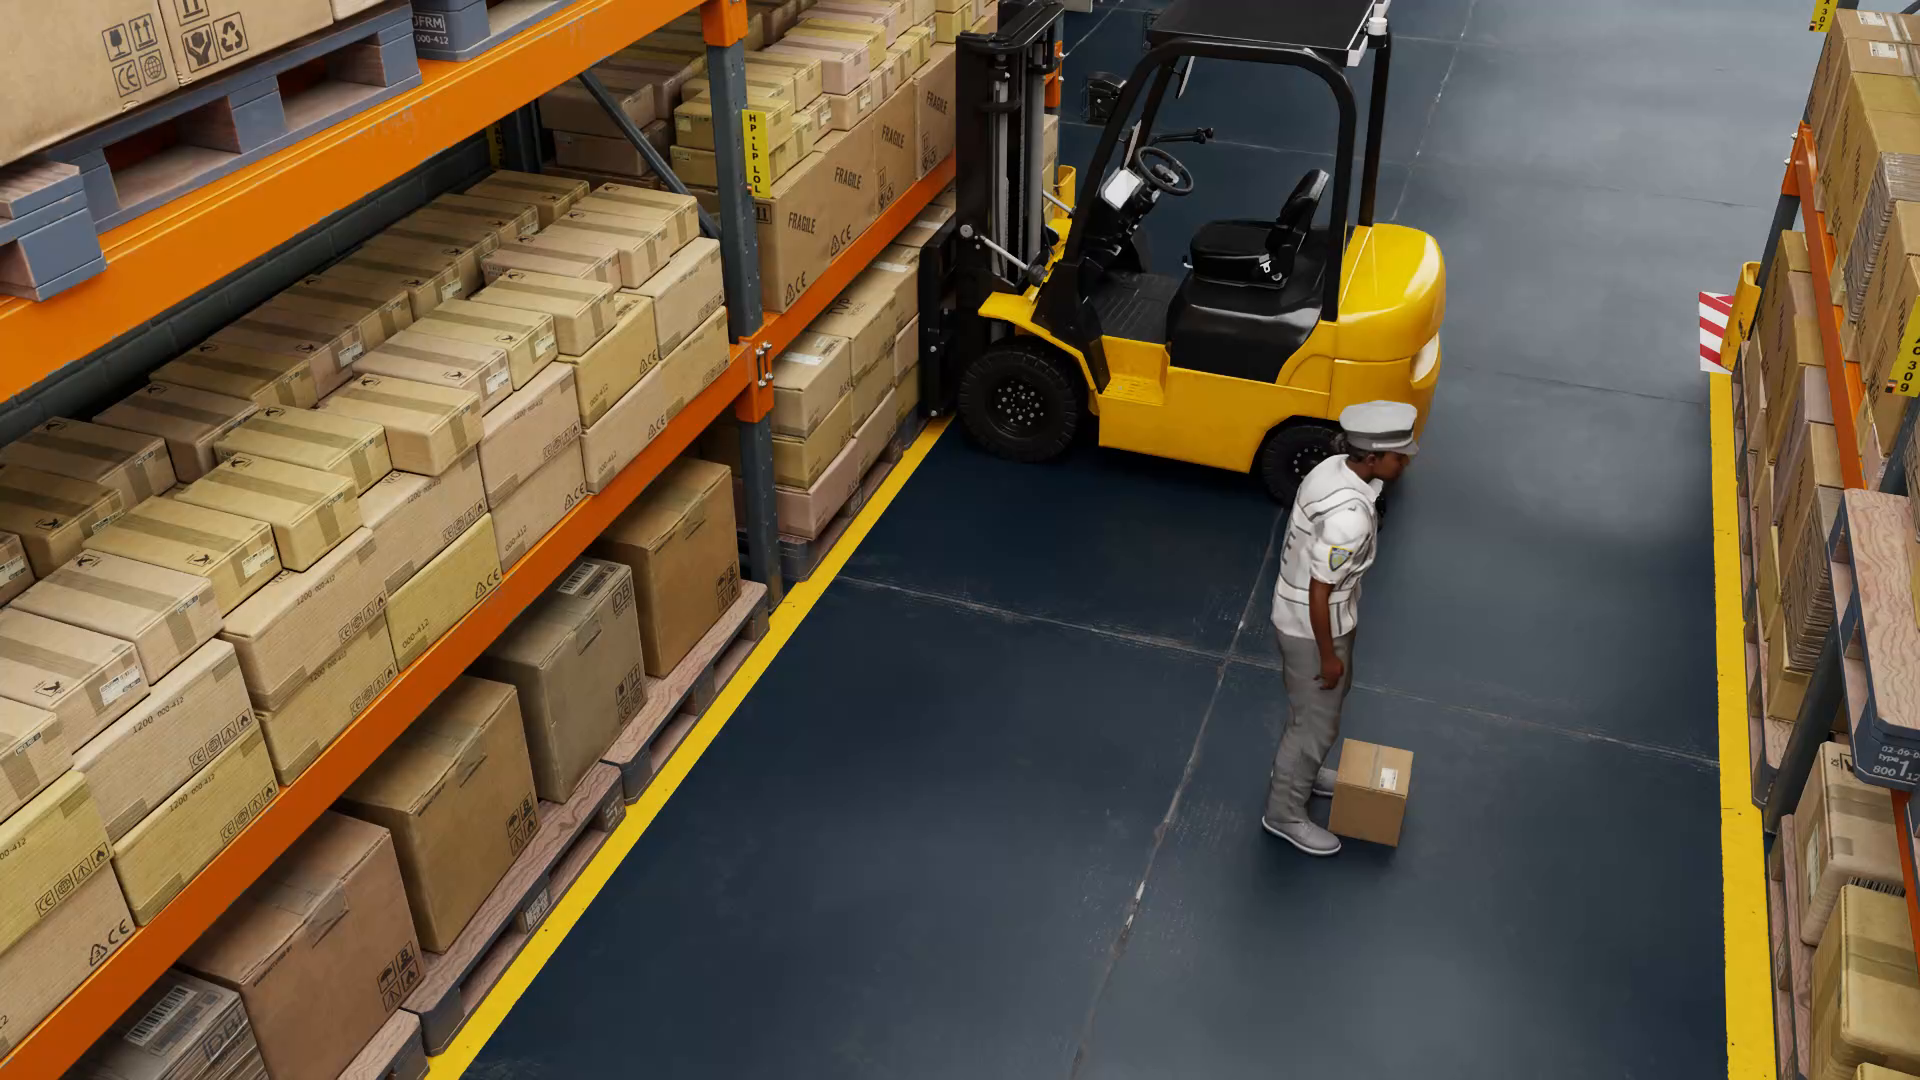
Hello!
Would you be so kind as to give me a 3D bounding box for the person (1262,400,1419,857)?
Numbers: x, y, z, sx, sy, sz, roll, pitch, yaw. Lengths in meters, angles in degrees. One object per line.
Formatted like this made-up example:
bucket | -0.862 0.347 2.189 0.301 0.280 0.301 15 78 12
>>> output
person | 1.264 0.286 5.707 0.397 1.661 0.531 9 35 14
